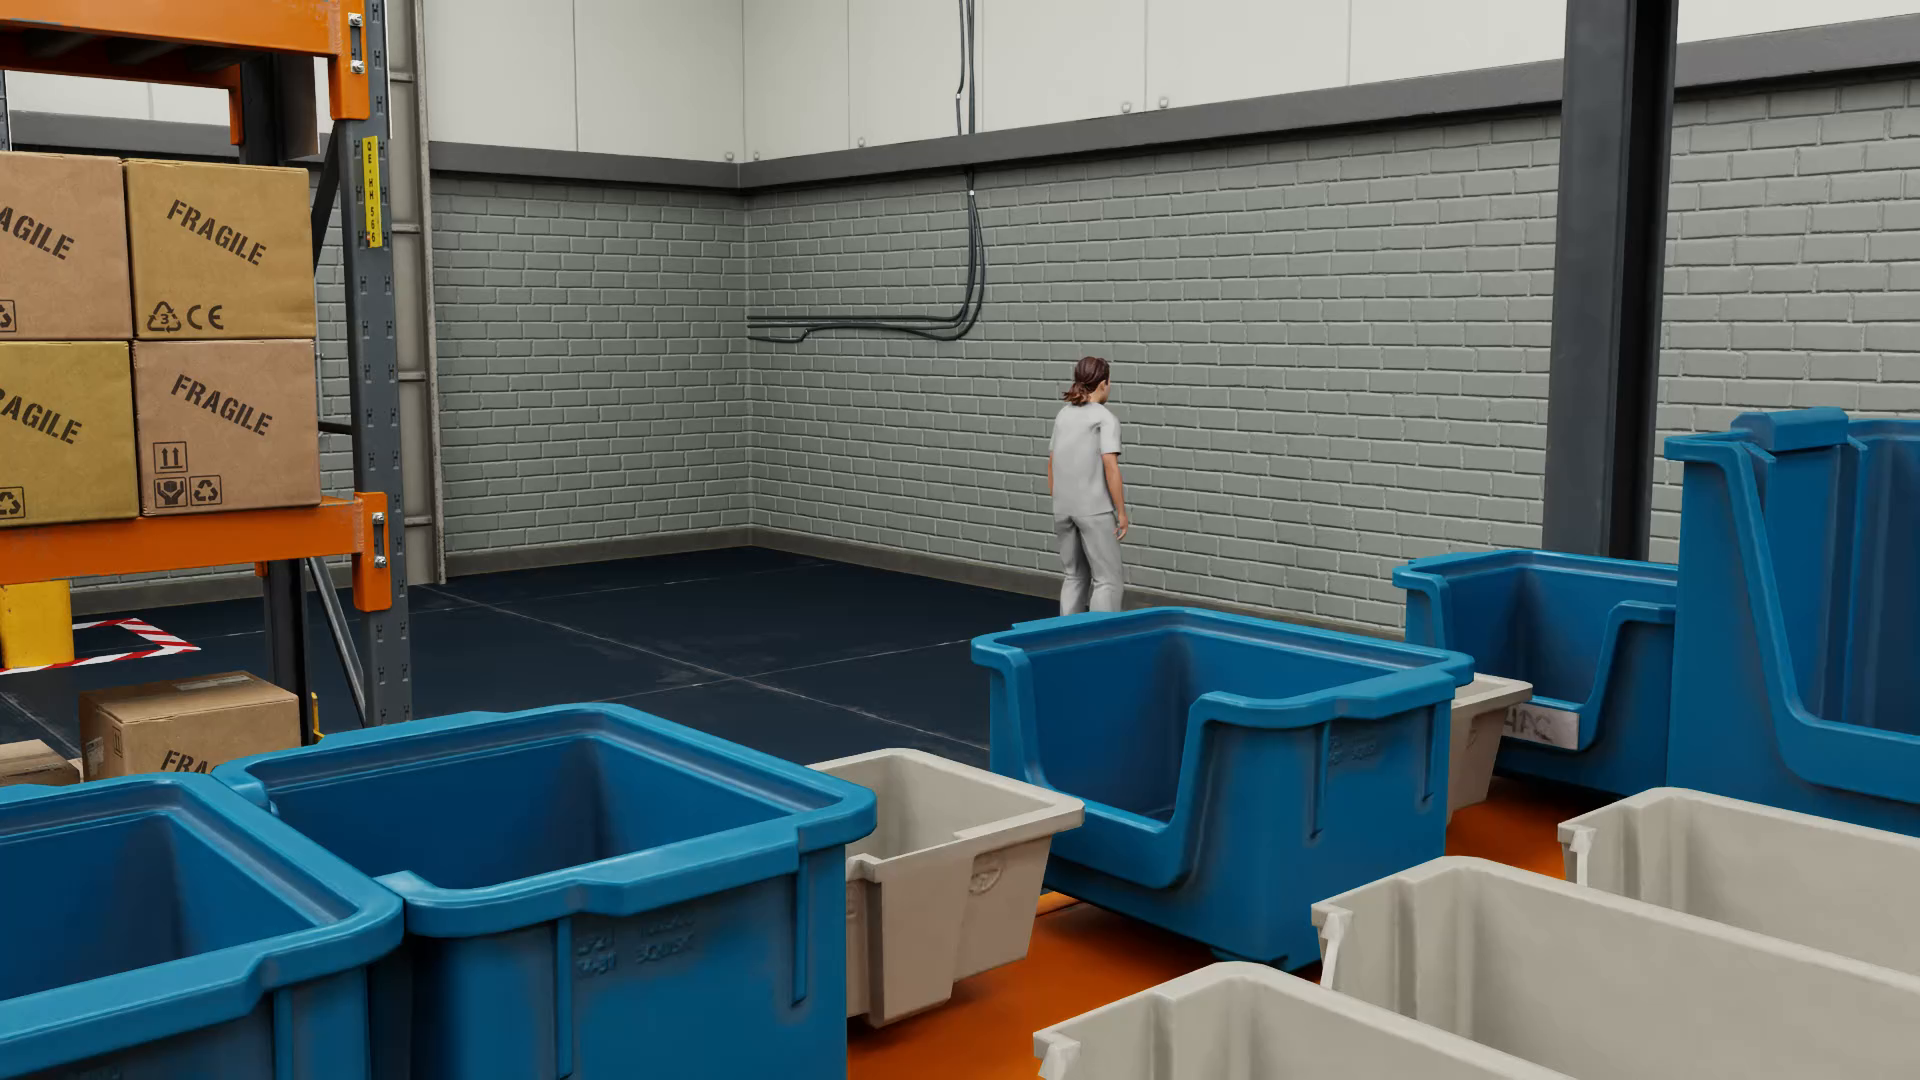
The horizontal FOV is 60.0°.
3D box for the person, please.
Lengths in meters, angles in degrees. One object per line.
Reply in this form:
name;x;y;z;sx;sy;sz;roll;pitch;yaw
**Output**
person;0.685;-0.130;8.788;0.363;1.671;0.508;-7;10;-44
